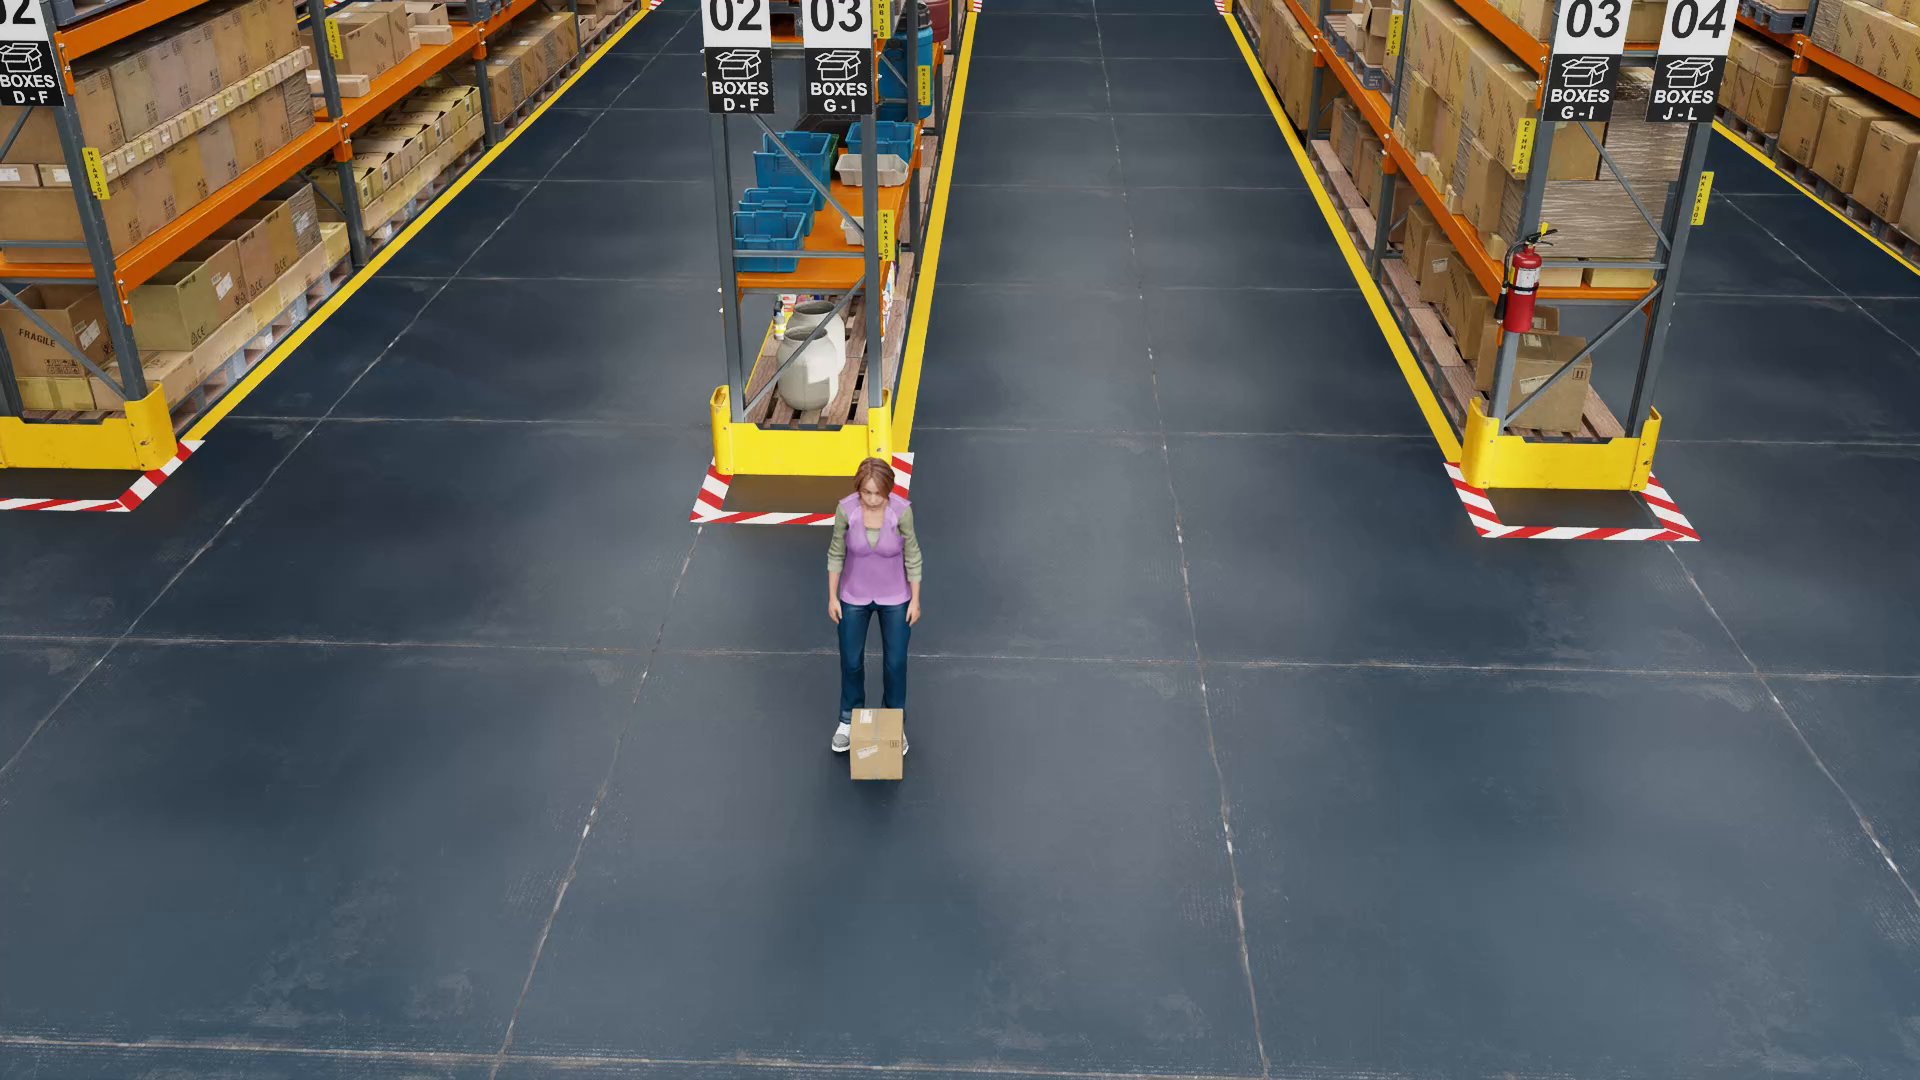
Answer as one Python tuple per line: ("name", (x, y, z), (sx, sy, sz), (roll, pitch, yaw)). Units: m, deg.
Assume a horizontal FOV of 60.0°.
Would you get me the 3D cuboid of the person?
("person", (-0.413, 0.305, 8.070), (0.459, 1.593, 0.372), (1, 28, 1))
